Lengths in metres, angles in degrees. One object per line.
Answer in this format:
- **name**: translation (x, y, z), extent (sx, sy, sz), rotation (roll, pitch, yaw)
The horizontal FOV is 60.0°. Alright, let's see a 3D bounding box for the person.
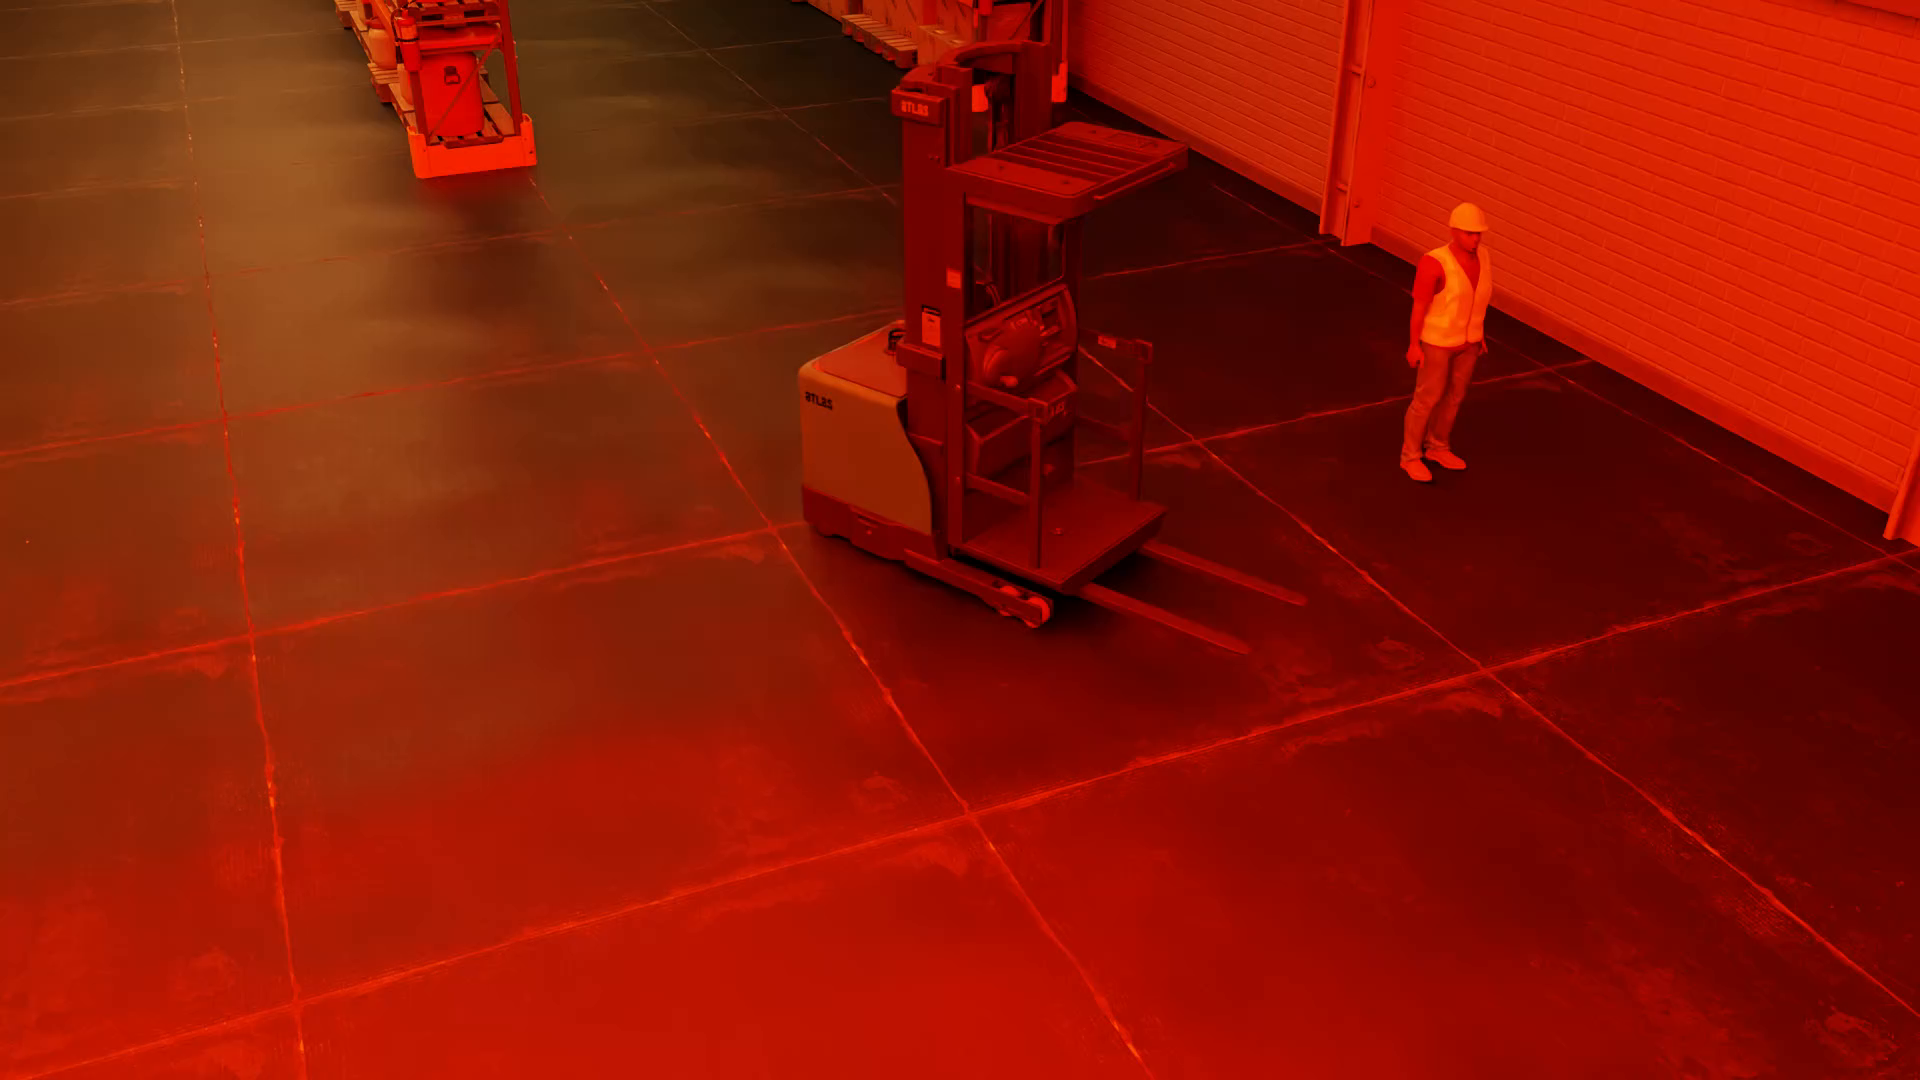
- **person**: translation (3.092, -1.249, 10.478), extent (0.600, 1.771, 0.381), rotation (-14, 33, -23)

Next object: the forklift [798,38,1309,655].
- **forklift**: translation (0.506, -1.085, 9.018), extent (3.031, 2.935, 1.130), rotation (22, 36, 33)
